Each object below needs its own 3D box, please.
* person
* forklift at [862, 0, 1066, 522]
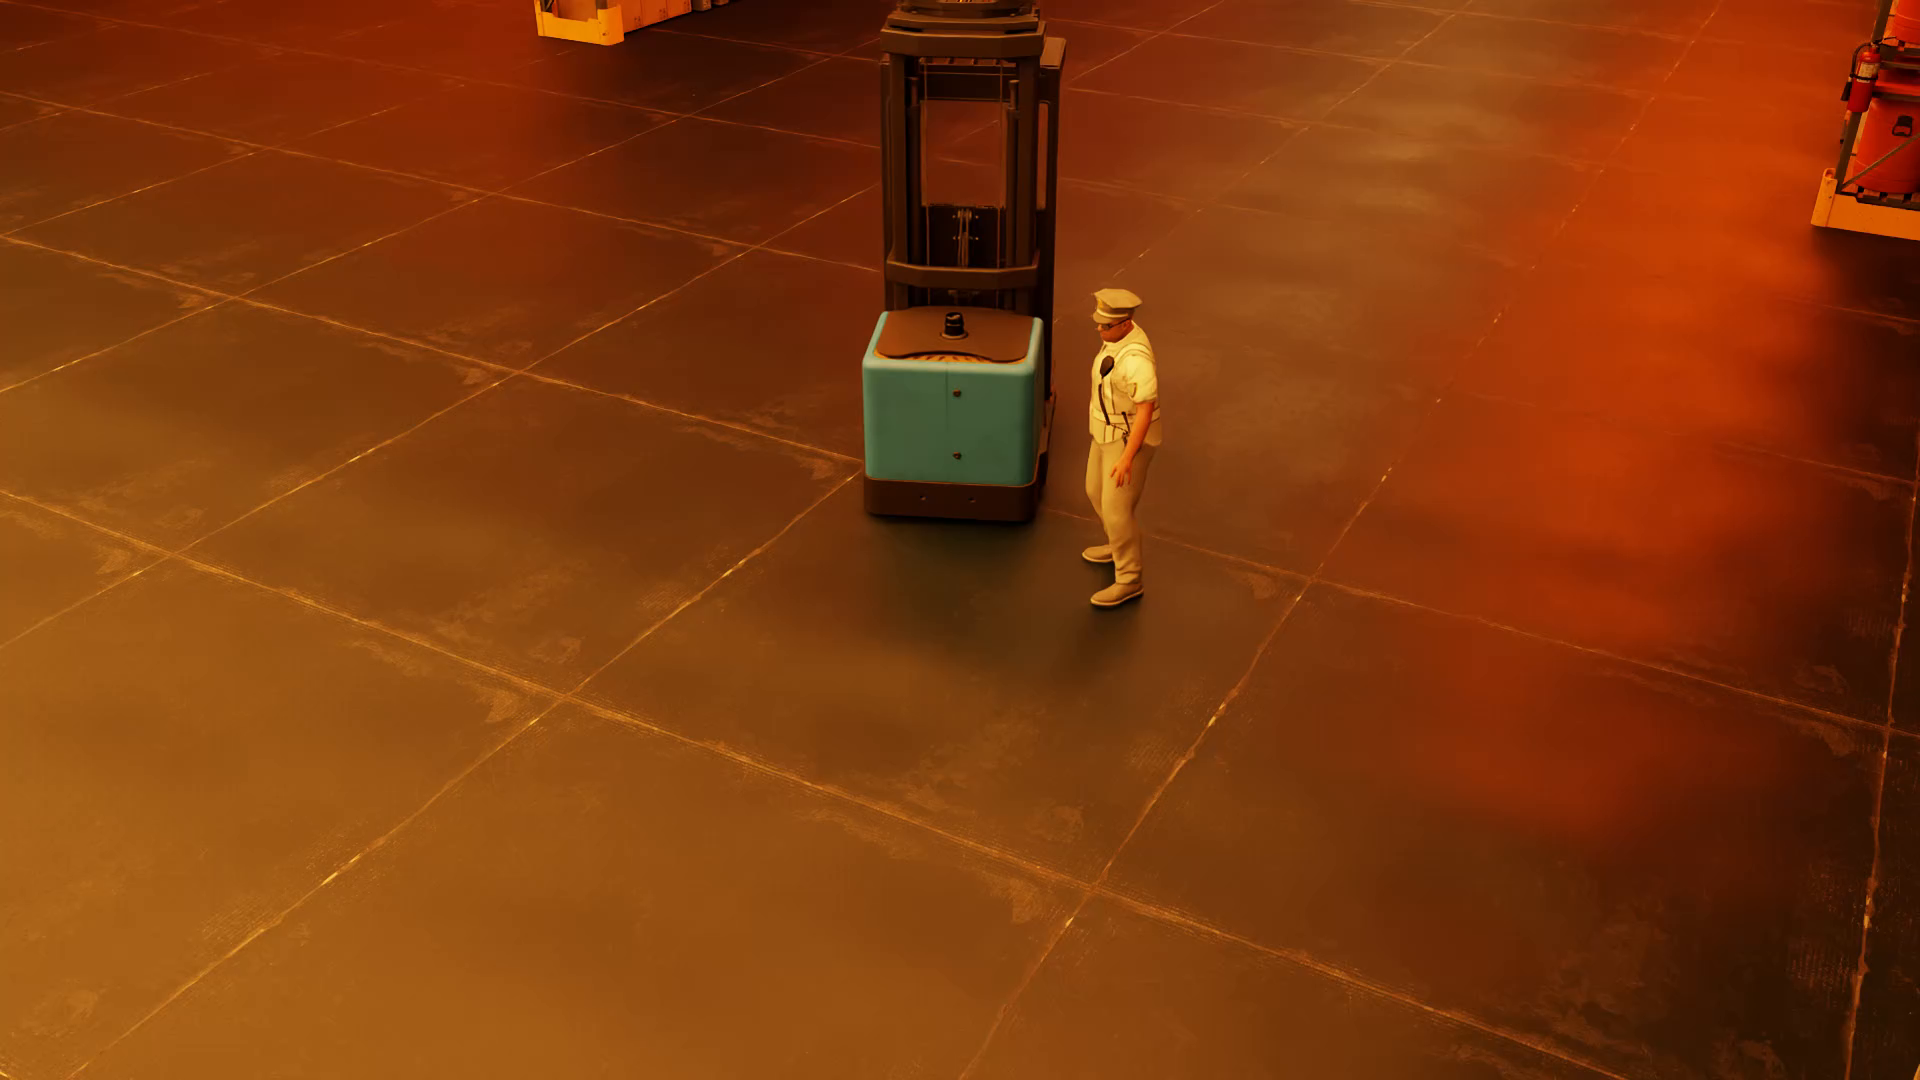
[{"bbox_3d":[0.886,-0.567,9.266,0.440,1.721,0.787,-6,31,-10],"label":"person"},{"bbox_3d":[0.085,-2.093,10.697,1.130,2.935,3.031,3,30,5],"label":"forklift"}]
